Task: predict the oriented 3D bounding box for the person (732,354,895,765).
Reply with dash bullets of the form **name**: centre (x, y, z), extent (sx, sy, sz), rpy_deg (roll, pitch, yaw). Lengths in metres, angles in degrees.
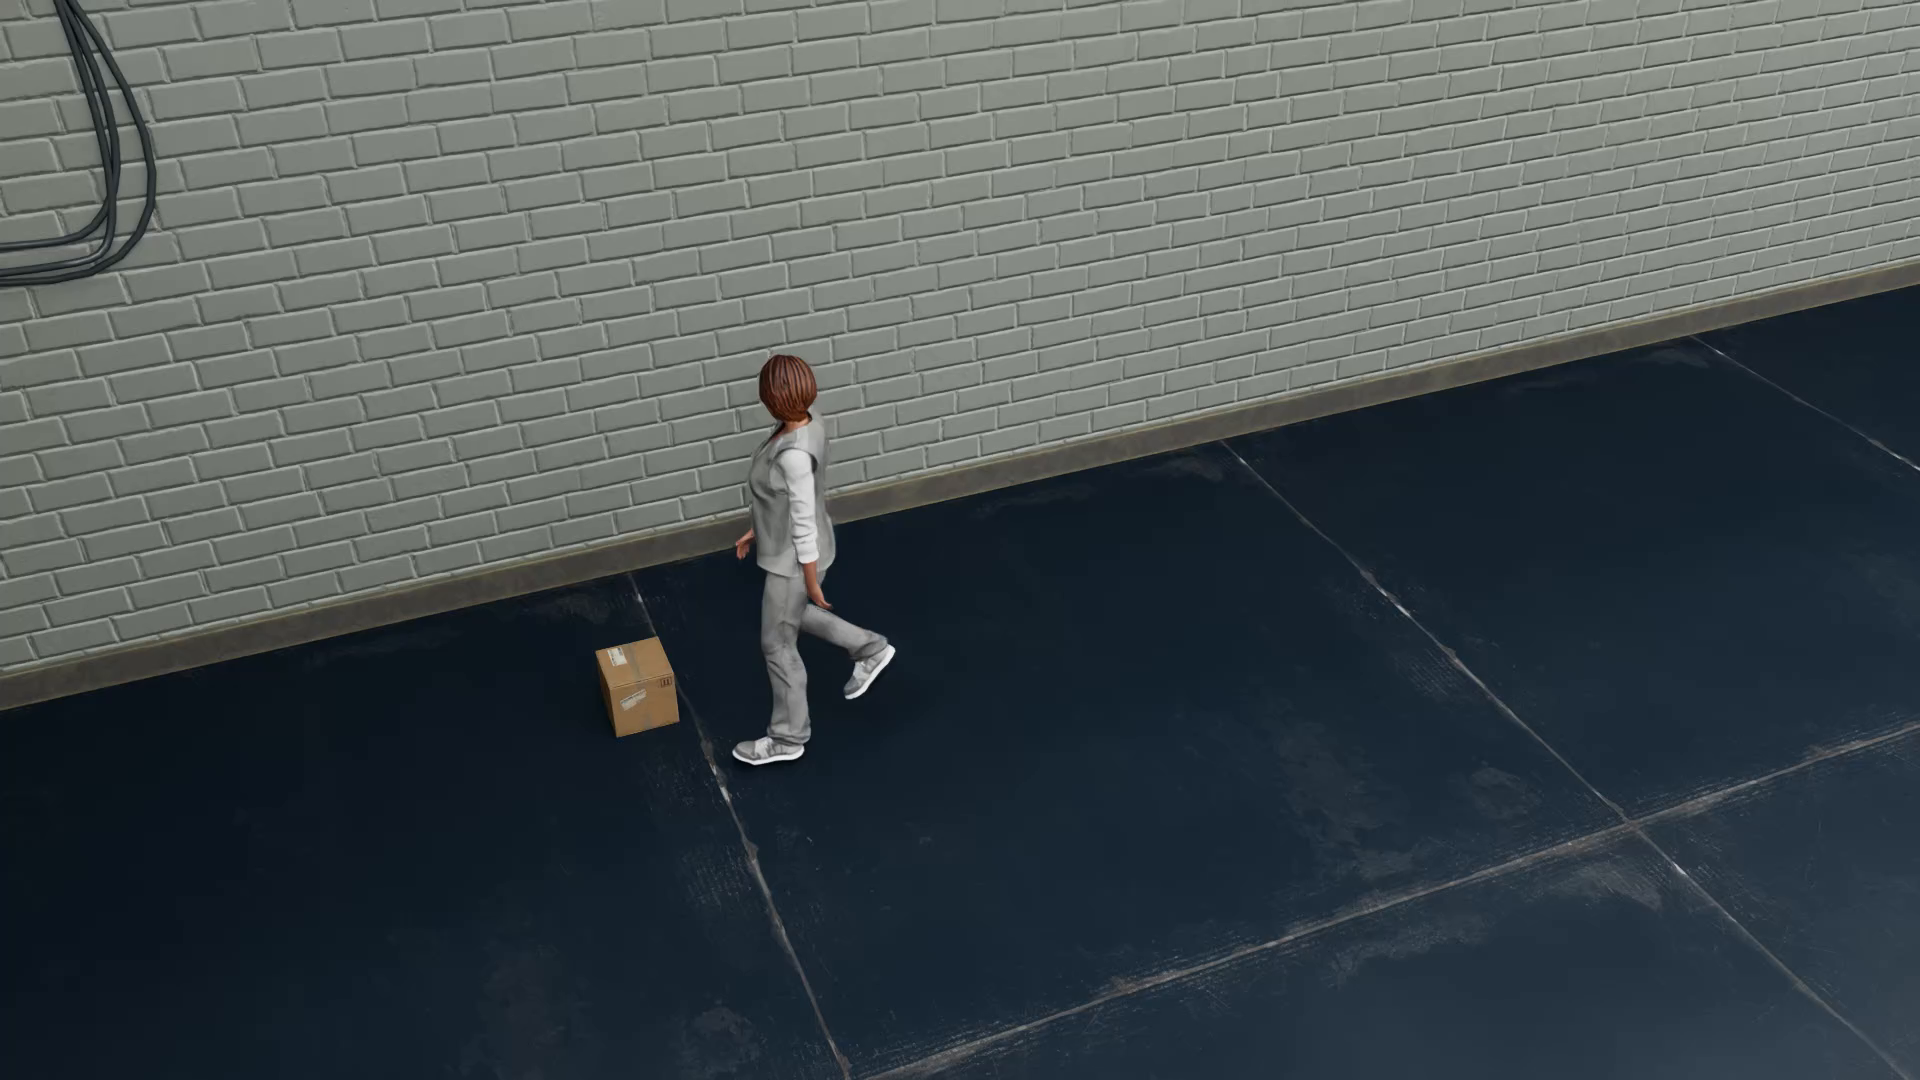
- **person**: centre (-0.557, 0.081, 6.041), extent (0.611, 1.564, 0.458), rpy_deg (0, 34, 0)
